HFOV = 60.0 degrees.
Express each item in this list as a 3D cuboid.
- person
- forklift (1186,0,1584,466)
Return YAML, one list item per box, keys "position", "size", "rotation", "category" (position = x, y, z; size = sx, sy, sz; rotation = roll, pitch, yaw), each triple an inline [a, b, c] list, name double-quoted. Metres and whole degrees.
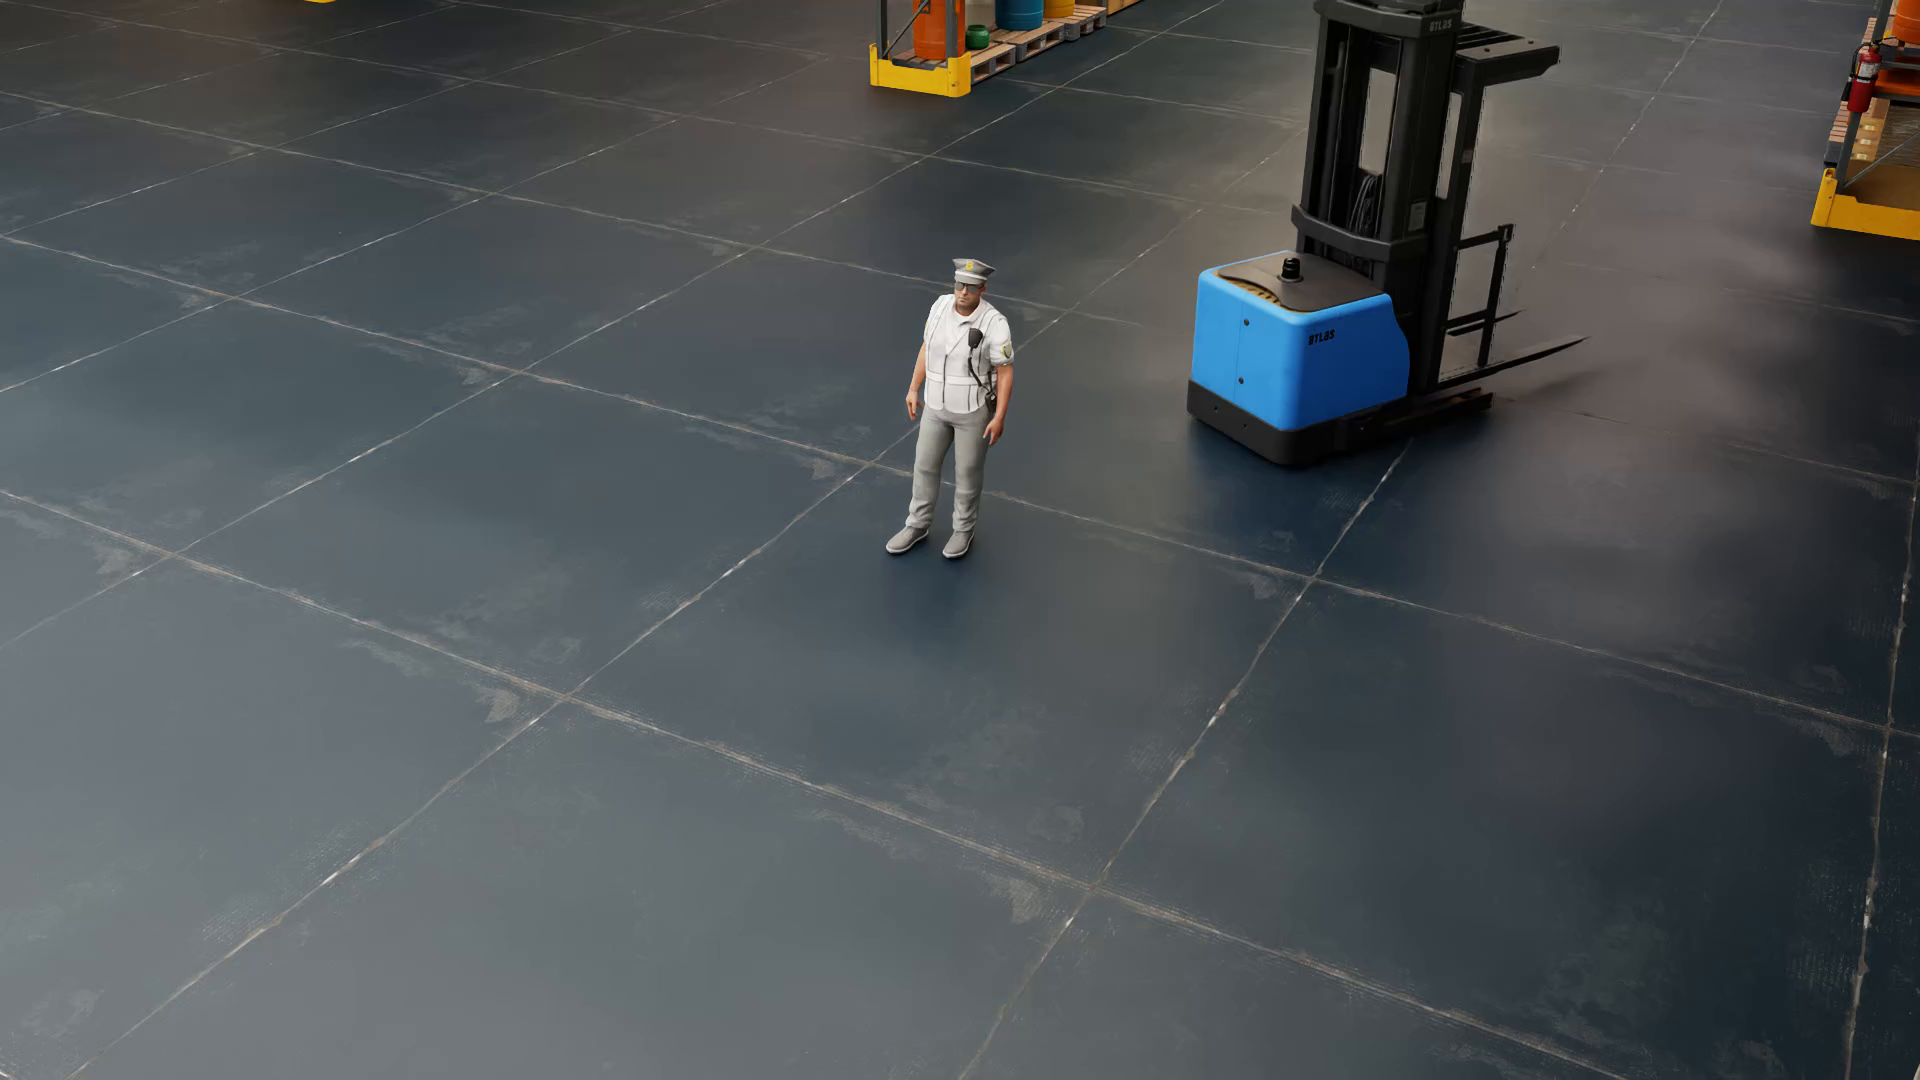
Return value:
- position: [-0.048, -0.747, 9.500]
  size: [0.640, 1.781, 0.575]
  rotation: [15, 33, 25]
  category: "person"
- position: [3.079, -2.291, 11.041]
  size: [3.031, 2.935, 1.130]
  rotation: [-17, 34, -27]
  category: "forklift"
